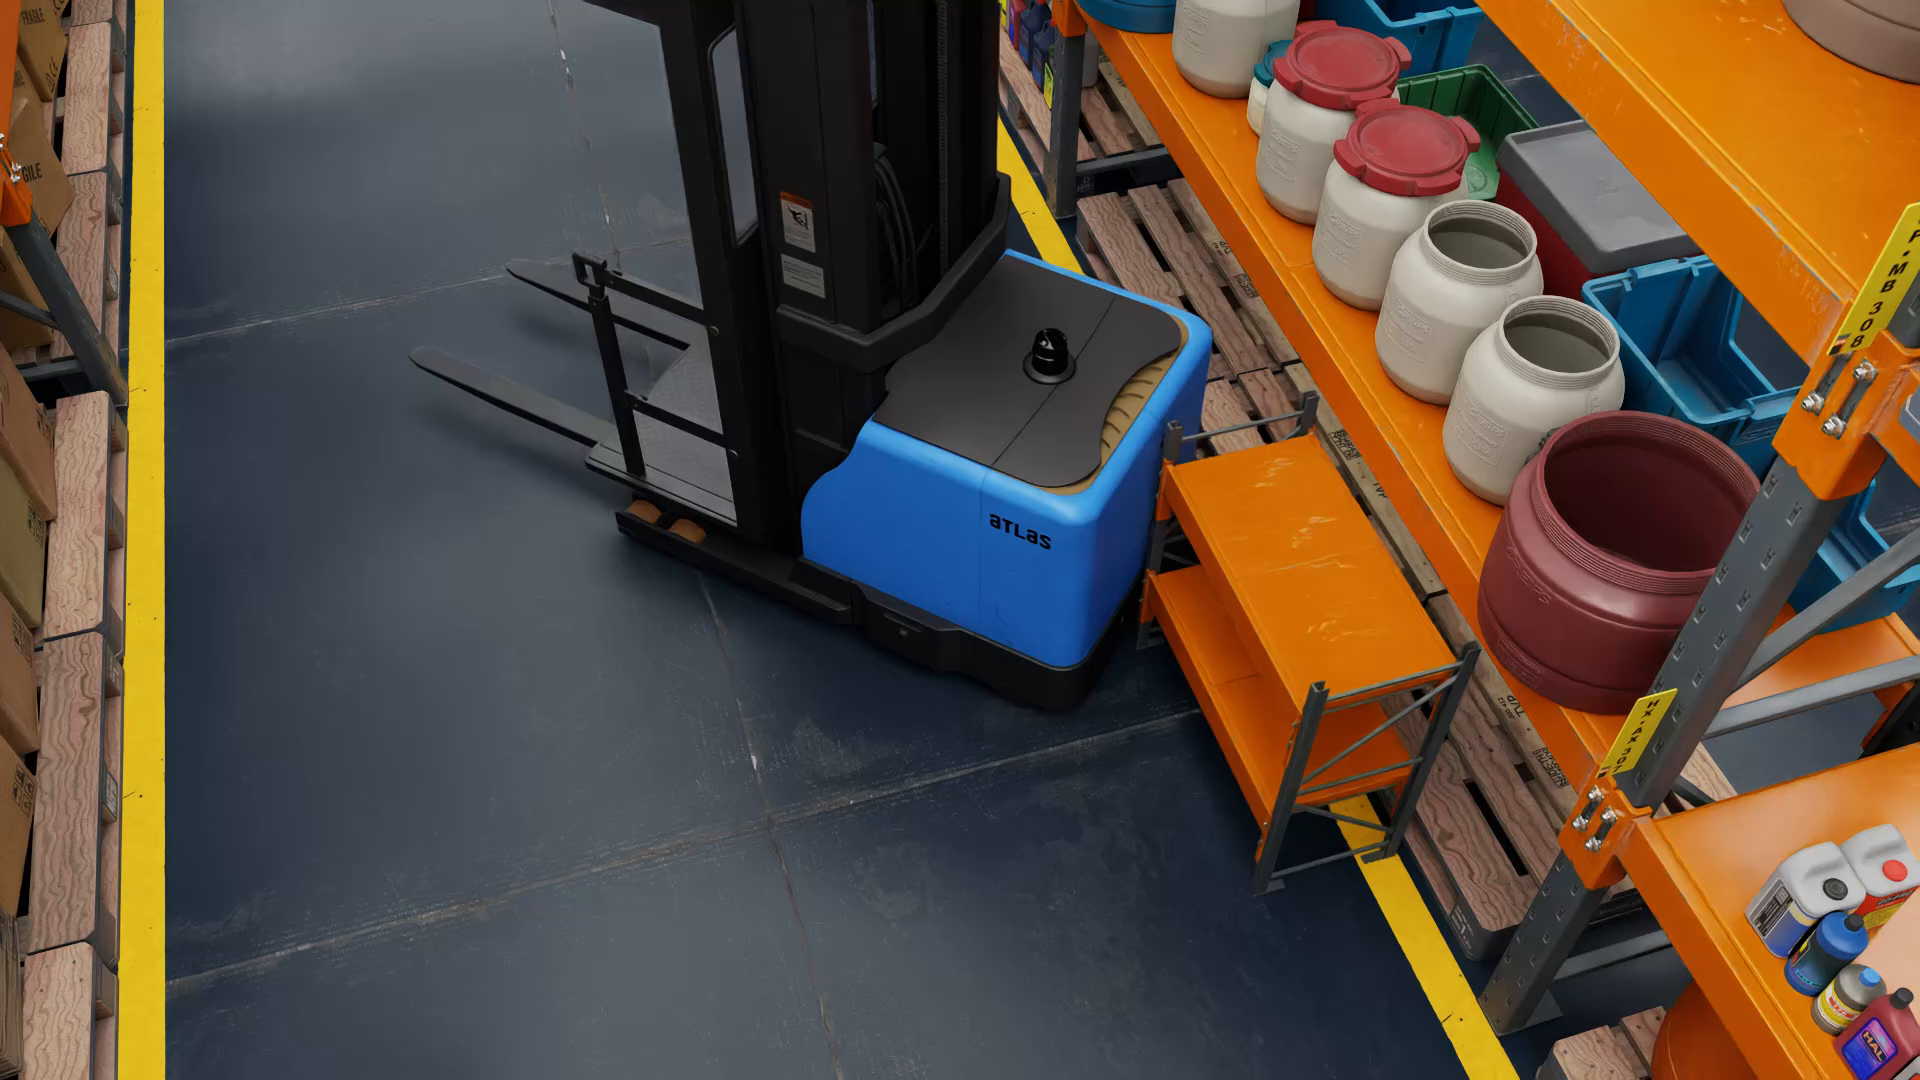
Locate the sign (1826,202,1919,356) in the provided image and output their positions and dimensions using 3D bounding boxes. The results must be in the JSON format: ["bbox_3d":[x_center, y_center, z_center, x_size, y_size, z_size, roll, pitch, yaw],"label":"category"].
[{"bbox_3d":[1.546,-0.434,2.761,0.100,0.325,0.005,-13,51,-11],"label":"sign"}]

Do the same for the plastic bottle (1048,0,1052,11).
[{"bbox_3d":[0.498,-2.413,7.816,0.152,0.276,0.135,-13,51,-11],"label":"plastic bottle"}]

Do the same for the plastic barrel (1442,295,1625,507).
[{"bbox_3d":[1.561,-0.370,4.527,0.421,0.512,0.421,0,50,0],"label":"plastic barrel"}]

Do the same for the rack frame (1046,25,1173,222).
[{"bbox_3d":[0.886,-2.552,6.440,1.000,3.000,0.127,-13,51,-11],"label":"rack frame"}]

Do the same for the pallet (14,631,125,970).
[{"bbox_3d":[-3.249,0.927,5.330,1.003,0.211,1.213,-13,51,-11],"label":"pallet"}]

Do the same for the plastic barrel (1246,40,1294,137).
[{"bbox_3d":[1.131,-1.506,5.648,0.301,0.262,0.301,0,50,0],"label":"plastic barrel"}]

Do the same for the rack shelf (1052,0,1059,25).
[{"bbox_3d":[0.295,-3.781,7.946,1.077,0.370,4.000,-13,51,-11],"label":"rack shelf"}]

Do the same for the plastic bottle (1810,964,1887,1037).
[{"bbox_3d":[1.925,0.984,3.588,0.097,0.201,0.097,0,50,0],"label":"plastic bottle"}]

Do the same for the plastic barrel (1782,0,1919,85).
[{"bbox_3d":[2.034,-1.408,3.185,0.600,0.901,0.600,0,50,0],"label":"plastic barrel"}]

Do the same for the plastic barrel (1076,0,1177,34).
[{"bbox_3d":[0.711,-2.363,5.952,0.600,0.901,0.708,-13,51,-11],"label":"plastic barrel"}]

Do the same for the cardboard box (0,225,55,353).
[{"bbox_3d":[-3.925,-1.063,6.545,0.500,0.500,0.500,-15,51,-12],"label":"cardboard box"}]

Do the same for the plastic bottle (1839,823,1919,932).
[{"bbox_3d":[2.034,0.764,3.725,0.152,0.276,0.135,-13,51,-11],"label":"plastic bottle"}]

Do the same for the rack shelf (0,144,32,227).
[{"bbox_3d":[-3.254,0.260,4.539,1.077,0.370,4.000,-13,51,-11],"label":"rack shelf"}]

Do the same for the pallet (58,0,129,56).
[{"bbox_3d":[-4.799,-2.798,8.471,1.003,0.211,1.213,-13,51,-11],"label":"pallet"}]

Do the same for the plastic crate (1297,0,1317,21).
[{"bbox_3d":[1.322,-2.288,6.175,0.402,0.464,0.583,-13,51,-11],"label":"plastic crate"}]

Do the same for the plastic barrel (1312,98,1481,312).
[{"bbox_3d":[1.305,-0.996,5.039,0.433,0.535,0.433,0,50,0],"label":"plastic barrel"}]

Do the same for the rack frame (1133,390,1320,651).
[{"bbox_3d":[0.867,-0.038,5.542,0.500,1.125,0.032,-13,51,-12],"label":"rack frame"}]

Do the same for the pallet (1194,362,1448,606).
[{"bbox_3d":[1.520,-0.196,6.277,1.003,0.211,1.213,-13,51,-11],"label":"pallet"}]

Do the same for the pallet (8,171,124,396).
[{"bbox_3d":[-4.078,-1.016,6.969,1.003,0.211,1.213,-13,51,-11],"label":"pallet"}]

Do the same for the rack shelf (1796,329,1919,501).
[{"bbox_3d":[2.661,1.095,1.874,1.077,0.370,4.000,-13,51,-11],"label":"rack shelf"}]

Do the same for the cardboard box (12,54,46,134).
[{"bbox_3d":[-4.361,-1.915,7.263,0.500,0.500,0.500,-17,52,-14],"label":"cardboard box"}]

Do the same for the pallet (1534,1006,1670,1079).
[{"bbox_3d":[2.342,1.834,4.565,1.003,0.211,1.213,-13,51,-11],"label":"pallet"}]

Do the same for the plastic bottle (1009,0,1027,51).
[{"bbox_3d":[0.276,-2.473,7.862,0.061,0.283,0.133,-10,51,-9],"label":"plastic bottle"}]

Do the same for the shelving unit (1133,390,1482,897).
[{"bbox_3d":[1.020,0.333,5.229,0.538,1.125,1.048,-13,51,-12],"label":"shelving unit"}]

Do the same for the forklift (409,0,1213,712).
[{"bbox_3d":[-0.694,-1.193,5.339,3.031,2.935,1.130,23,54,18],"label":"forklift"}]

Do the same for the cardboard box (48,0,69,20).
[{"bbox_3d":[-4.650,-2.795,8.004,0.500,0.500,0.500,-2,50,-1],"label":"cardboard box"}]

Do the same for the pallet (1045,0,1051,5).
[{"bbox_3d":[0.363,-3.046,8.680,1.003,0.211,1.213,-13,51,-11],"label":"pallet"}]

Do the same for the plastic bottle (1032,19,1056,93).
[{"bbox_3d":[0.420,-2.245,7.626,0.144,0.351,0.185,-15,51,-12],"label":"plastic bottle"}]

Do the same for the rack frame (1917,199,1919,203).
[{"bbox_3d":[2.069,-1.564,1.683,1.000,3.000,0.127,-13,51,-11],"label":"rack frame"}]

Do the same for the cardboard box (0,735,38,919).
[{"bbox_3d":[-3.230,0.853,4.916,0.700,0.500,0.500,-9,51,-8],"label":"cardboard box"}]

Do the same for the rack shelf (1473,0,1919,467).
[{"bbox_3d":[1.478,-1.826,4.336,1.077,0.370,4.000,-13,51,-11],"label":"rack shelf"}]

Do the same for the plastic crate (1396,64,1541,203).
[{"bbox_3d":[1.671,-1.276,5.502,0.450,0.188,0.662,-13,51,-11],"label":"plastic crate"}]

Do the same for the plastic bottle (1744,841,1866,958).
[{"bbox_3d":[1.888,0.798,3.696,0.152,0.276,0.135,-13,51,-11],"label":"plastic bottle"}]

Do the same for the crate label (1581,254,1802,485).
[{"bbox_3d":[2.034,-0.429,4.627,0.502,0.435,0.616,-13,51,-11],"label":"crate label"}]

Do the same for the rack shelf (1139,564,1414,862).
[{"bbox_3d":[1.017,0.491,5.416,0.538,0.278,1.000,-13,51,-12],"label":"rack shelf"}]

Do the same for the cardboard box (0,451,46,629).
[{"bbox_3d":[-3.561,0.037,5.604,0.700,0.500,0.500,-14,51,-11],"label":"cardboard box"}]
